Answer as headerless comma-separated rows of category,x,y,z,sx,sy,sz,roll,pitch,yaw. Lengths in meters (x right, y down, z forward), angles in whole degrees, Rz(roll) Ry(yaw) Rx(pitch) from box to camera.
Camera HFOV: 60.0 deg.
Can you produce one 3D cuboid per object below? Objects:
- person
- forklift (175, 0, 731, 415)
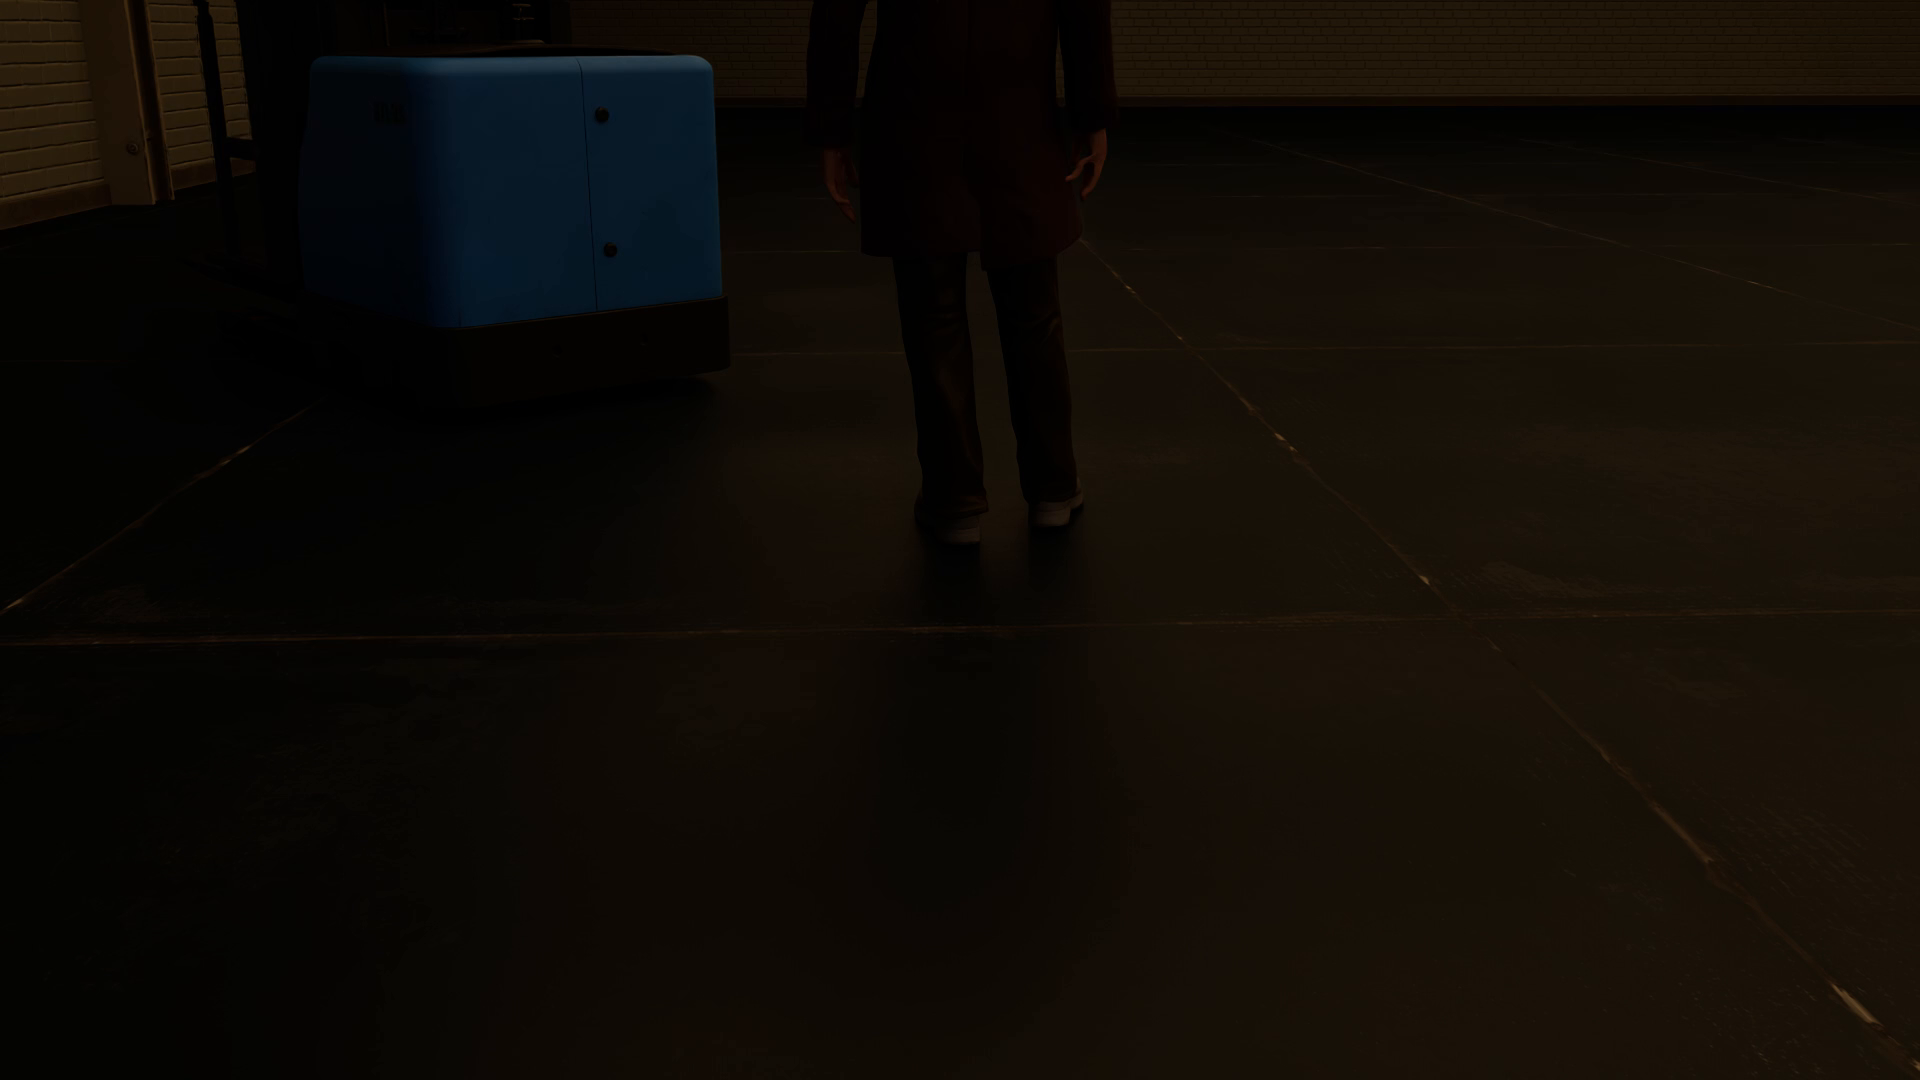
person,-0.001,-0.883,3.744,0.696,1.777,0.579,-1,17,-3
forklift,-2.119,-2.142,5.909,1.130,2.935,3.031,-14,22,-39
